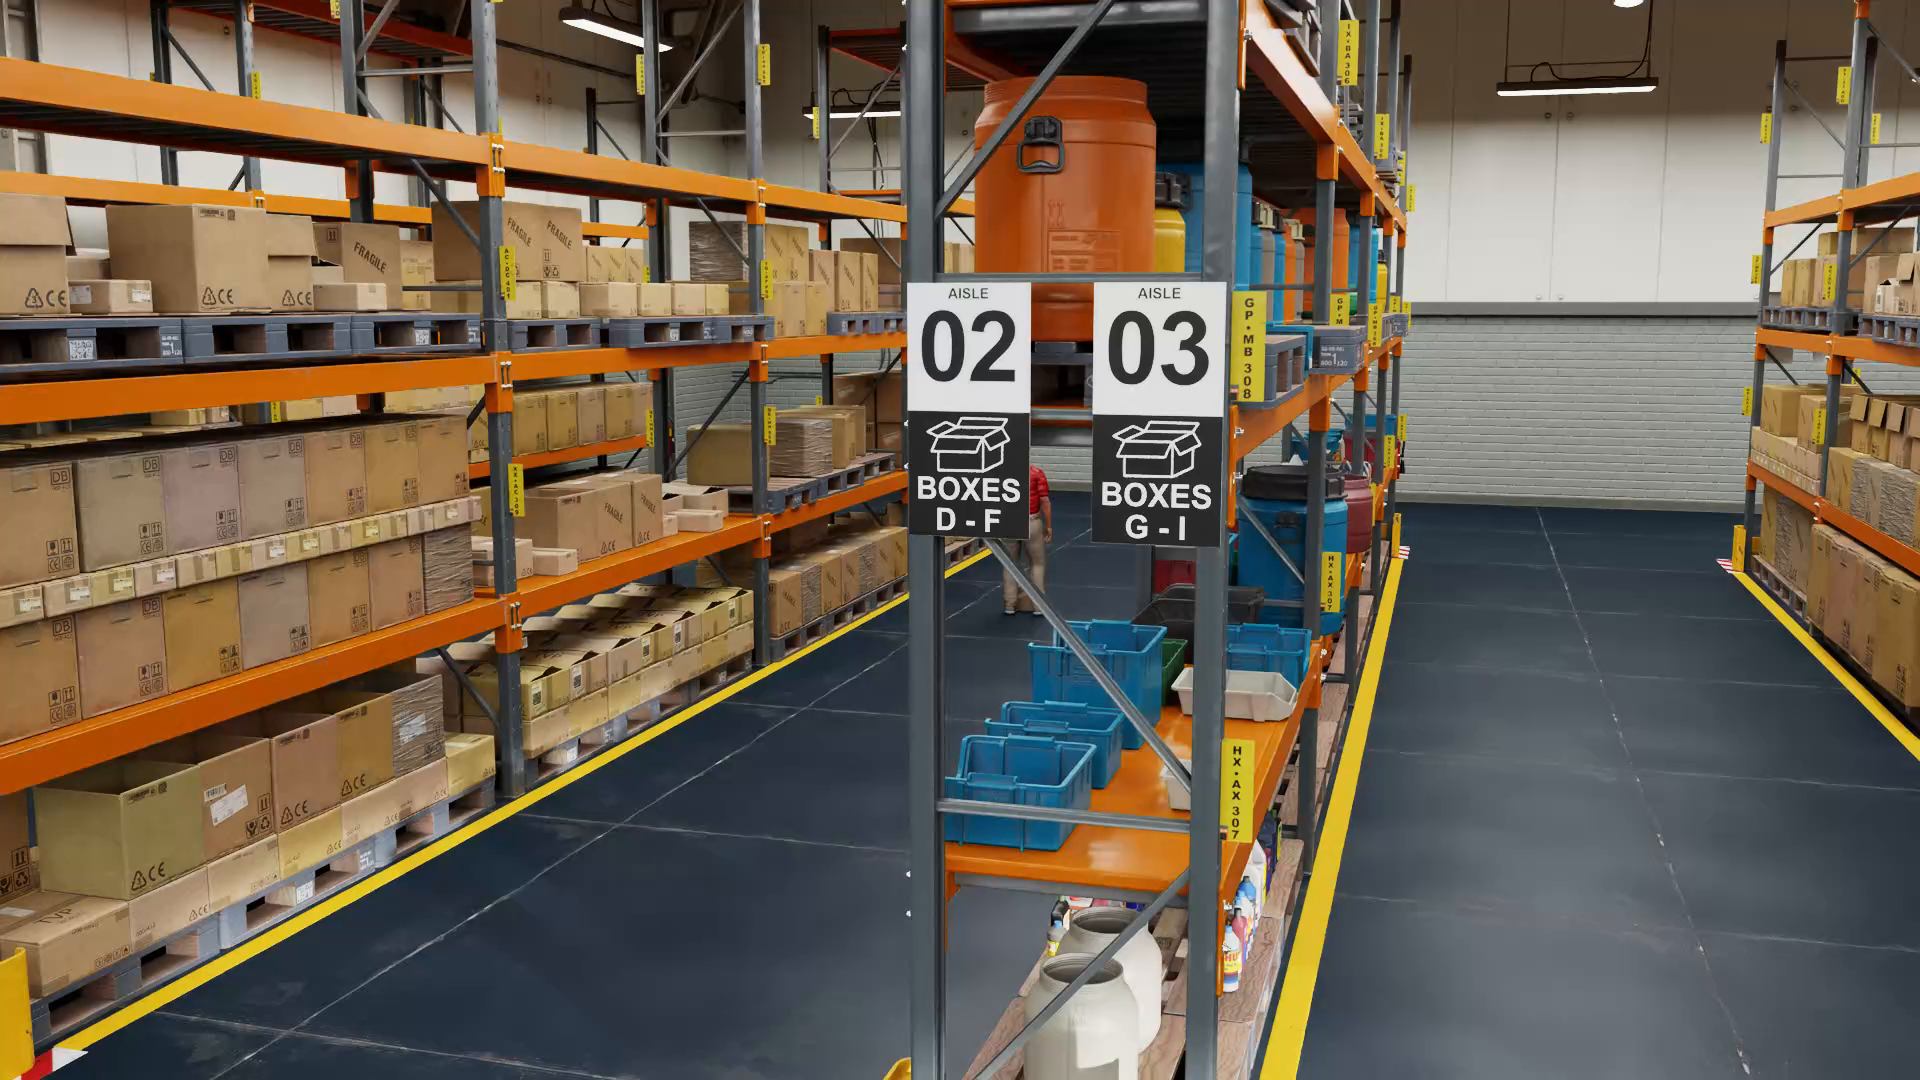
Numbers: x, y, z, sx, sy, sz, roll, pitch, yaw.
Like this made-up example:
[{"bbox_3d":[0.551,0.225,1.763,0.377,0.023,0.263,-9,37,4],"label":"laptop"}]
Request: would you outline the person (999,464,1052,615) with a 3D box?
[{"bbox_3d":[0.628,-0.116,16.673,0.603,1.728,0.384,2,9,14],"label":"person"}]
